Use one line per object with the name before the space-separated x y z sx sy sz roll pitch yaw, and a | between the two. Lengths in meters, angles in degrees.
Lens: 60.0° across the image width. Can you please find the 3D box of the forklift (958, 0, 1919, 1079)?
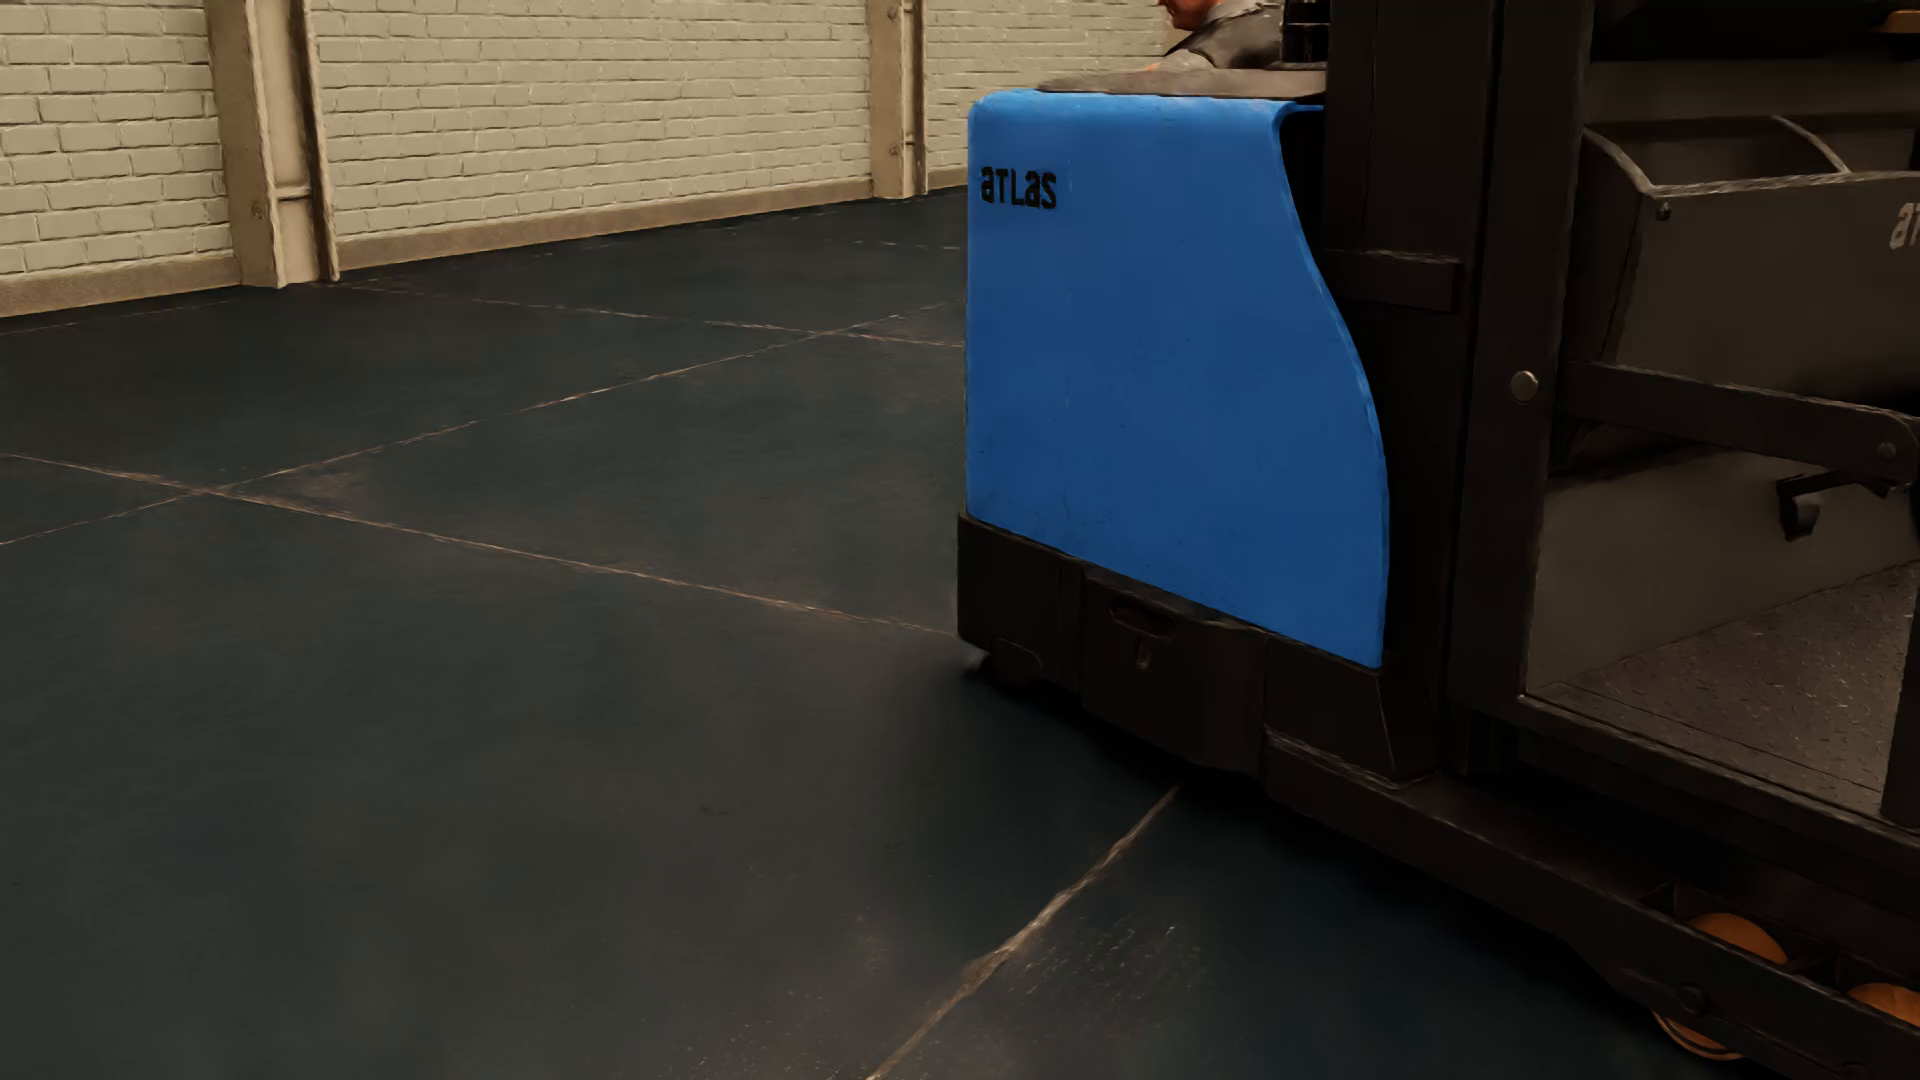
forklift | 1.257 -0.905 1.924 1.130 2.935 3.031 -11 20 -34

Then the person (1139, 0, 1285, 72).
person | 0.628 -0.845 4.436 0.730 1.490 0.956 6 17 19
